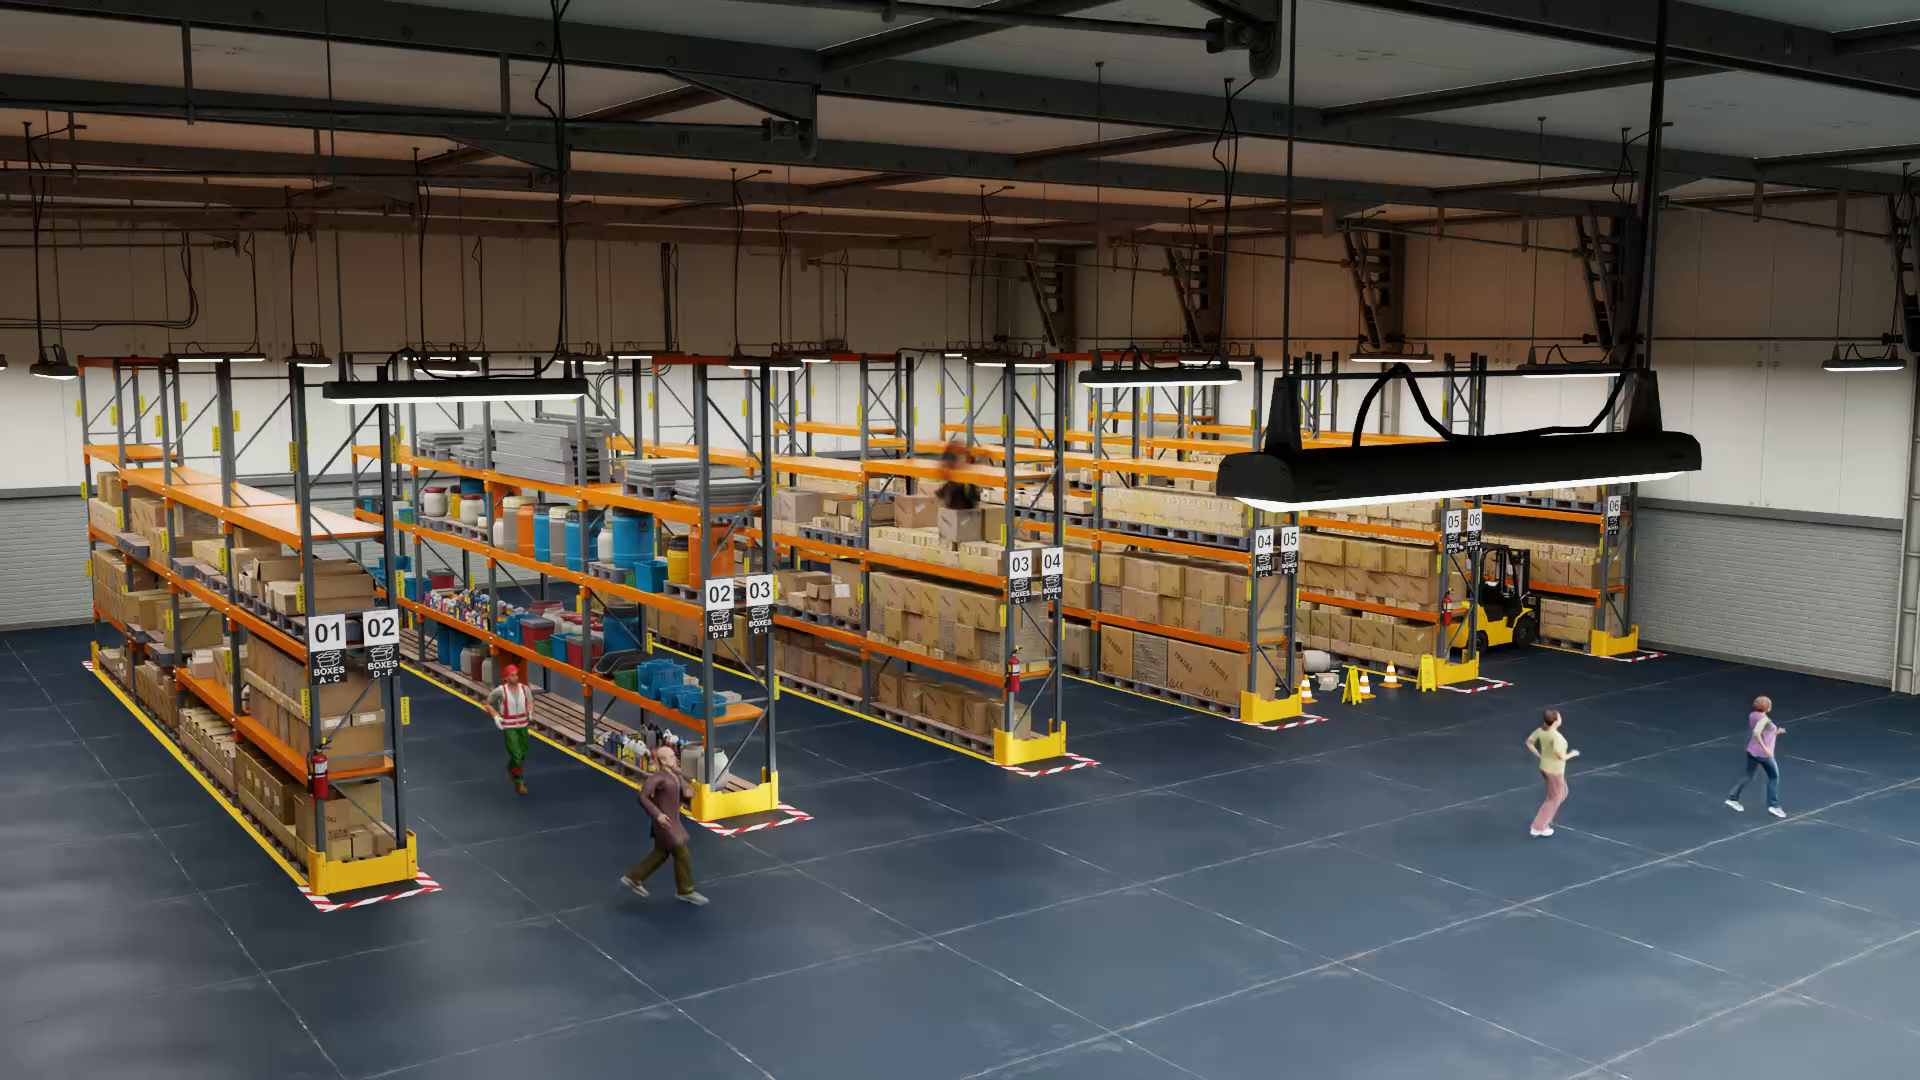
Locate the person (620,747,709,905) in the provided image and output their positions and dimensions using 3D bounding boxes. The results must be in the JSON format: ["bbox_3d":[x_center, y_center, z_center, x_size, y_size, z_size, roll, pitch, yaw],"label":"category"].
[{"bbox_3d":[-3.325,3.192,18.644,0.988,1.802,0.687,0,7,-4],"label":"person"}]

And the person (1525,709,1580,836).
[{"bbox_3d":[7.546,2.953,21.129,0.595,1.656,0.562,-1,7,-10],"label":"person"}]

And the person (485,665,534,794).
[{"bbox_3d":[-6.282,2.626,23.339,0.663,1.777,0.803,-5,9,-38],"label":"person"}]

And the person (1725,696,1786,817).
[{"bbox_3d":[10.564,2.863,21.990,0.785,1.627,0.518,-1,7,-7],"label":"person"}]

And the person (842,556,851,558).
[{"bbox_3d":[-2.391,1.169,35.434,0.676,1.739,0.660,-4,8,-32],"label":"person"}]
